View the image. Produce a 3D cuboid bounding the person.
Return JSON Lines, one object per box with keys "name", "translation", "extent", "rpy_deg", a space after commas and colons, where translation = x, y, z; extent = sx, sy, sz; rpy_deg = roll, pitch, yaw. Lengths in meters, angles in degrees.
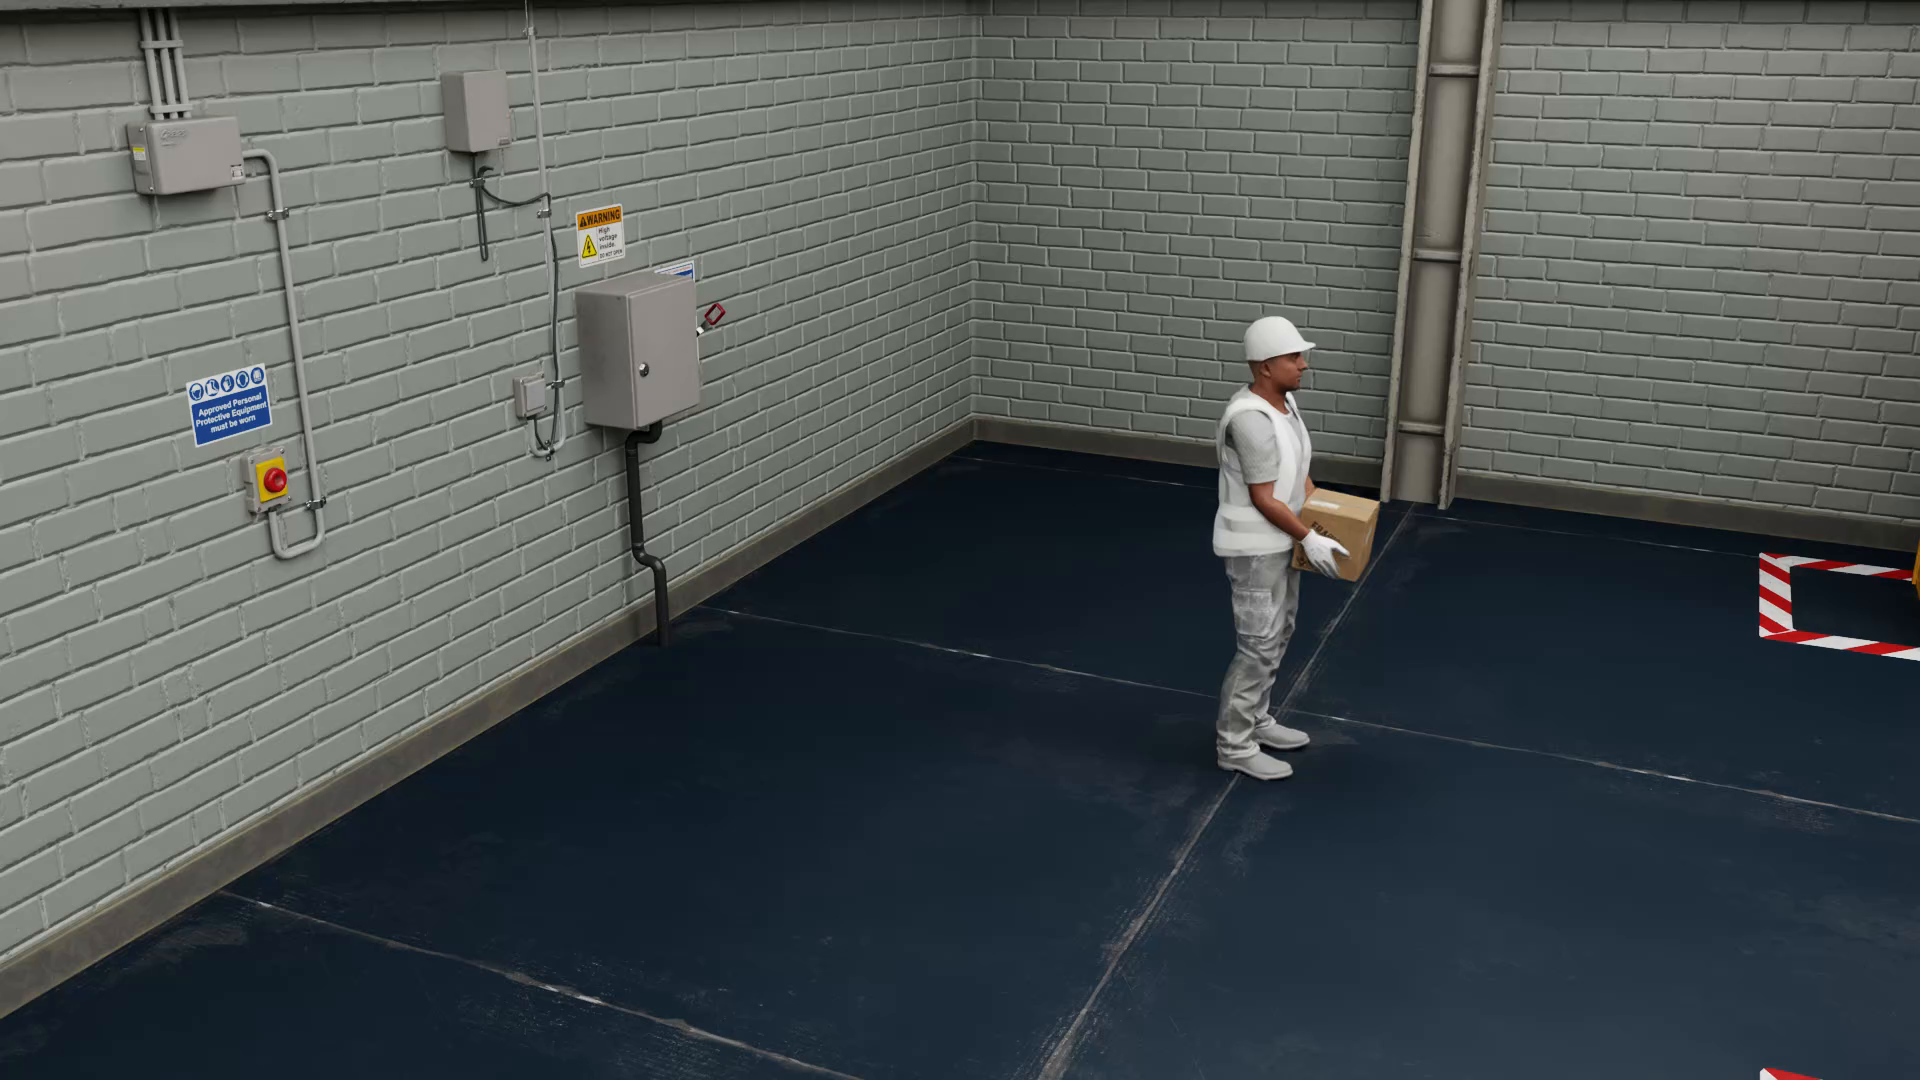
{"name": "person", "translation": [1.259, 0.031, 6.433], "extent": [0.541, 1.789, 0.532], "rpy_deg": [8, 20, 22]}
